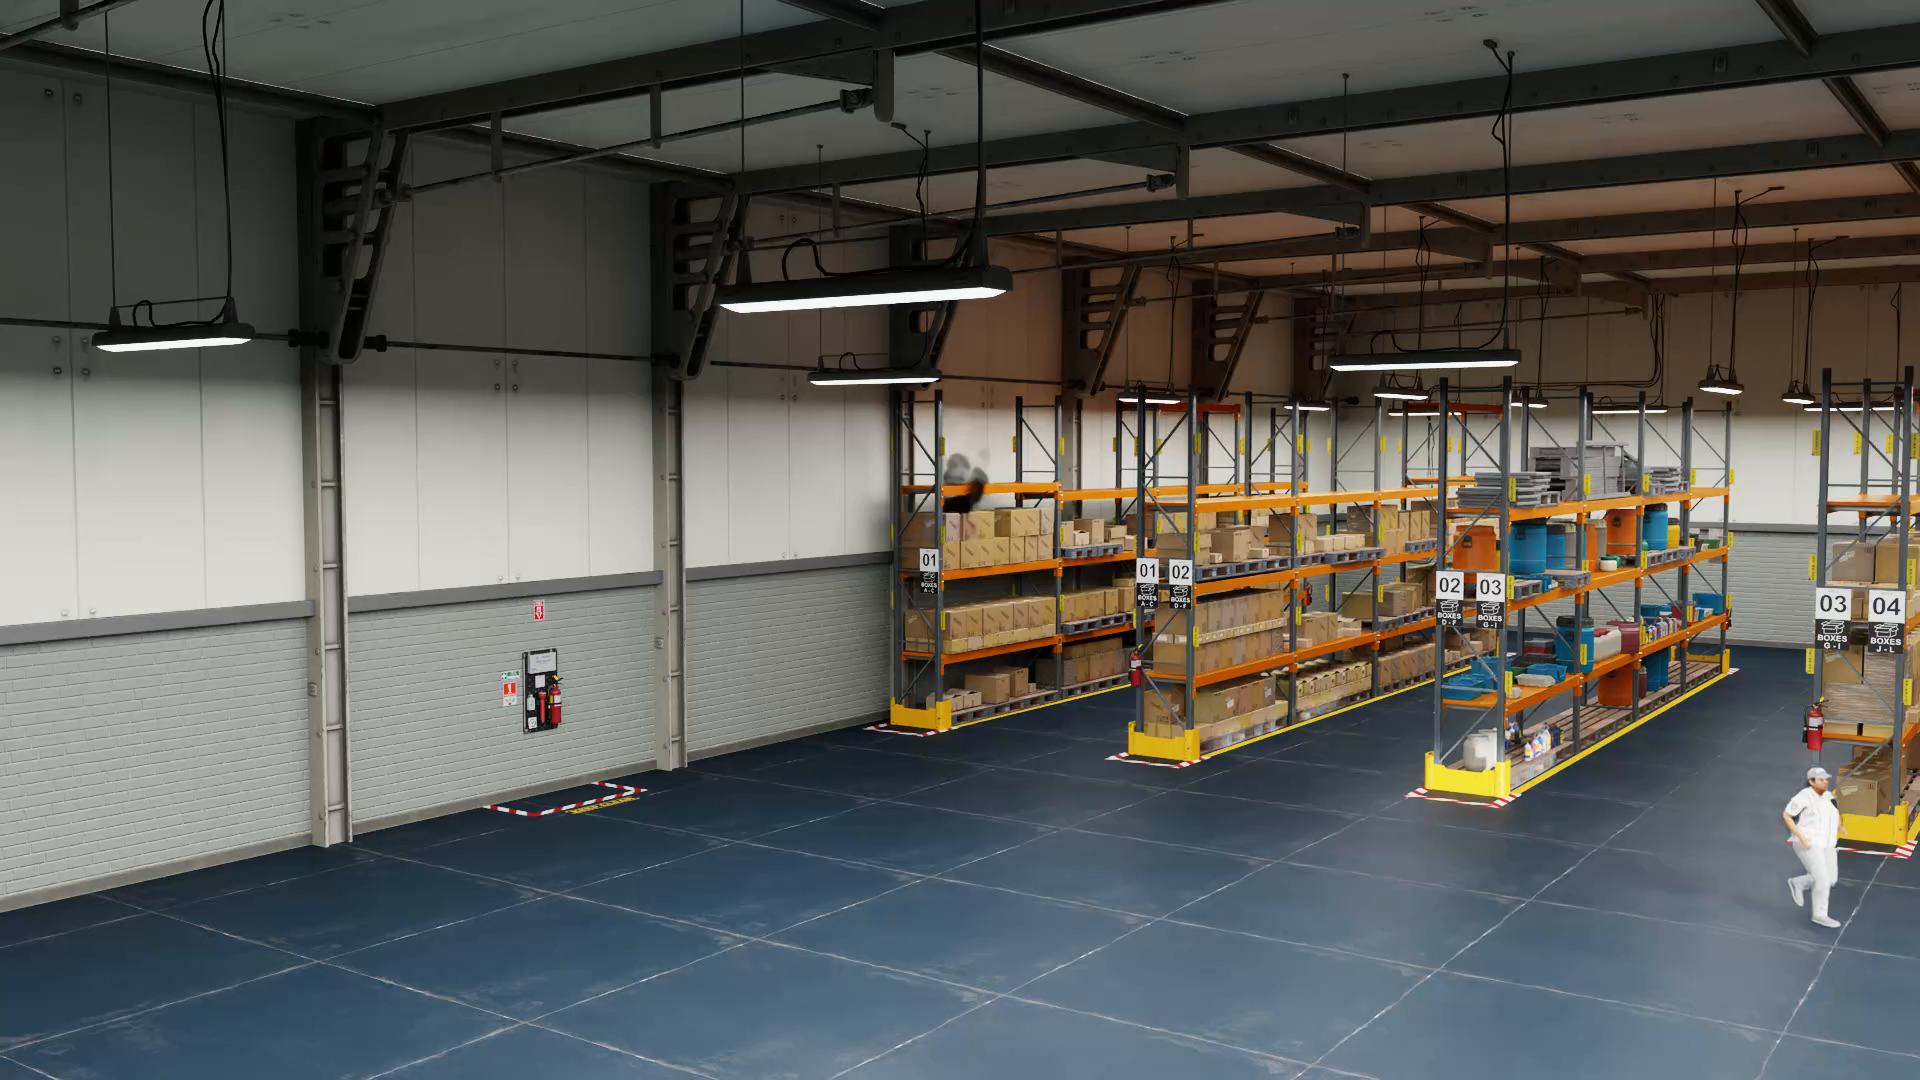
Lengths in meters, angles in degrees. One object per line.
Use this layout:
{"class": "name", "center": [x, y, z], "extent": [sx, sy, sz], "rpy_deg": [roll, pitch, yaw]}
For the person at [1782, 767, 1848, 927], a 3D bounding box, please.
{"class": "person", "center": [8.981, 3.197, 17.534], "extent": [0.609, 1.630, 0.711], "rpy_deg": [-1, 3, -21]}
